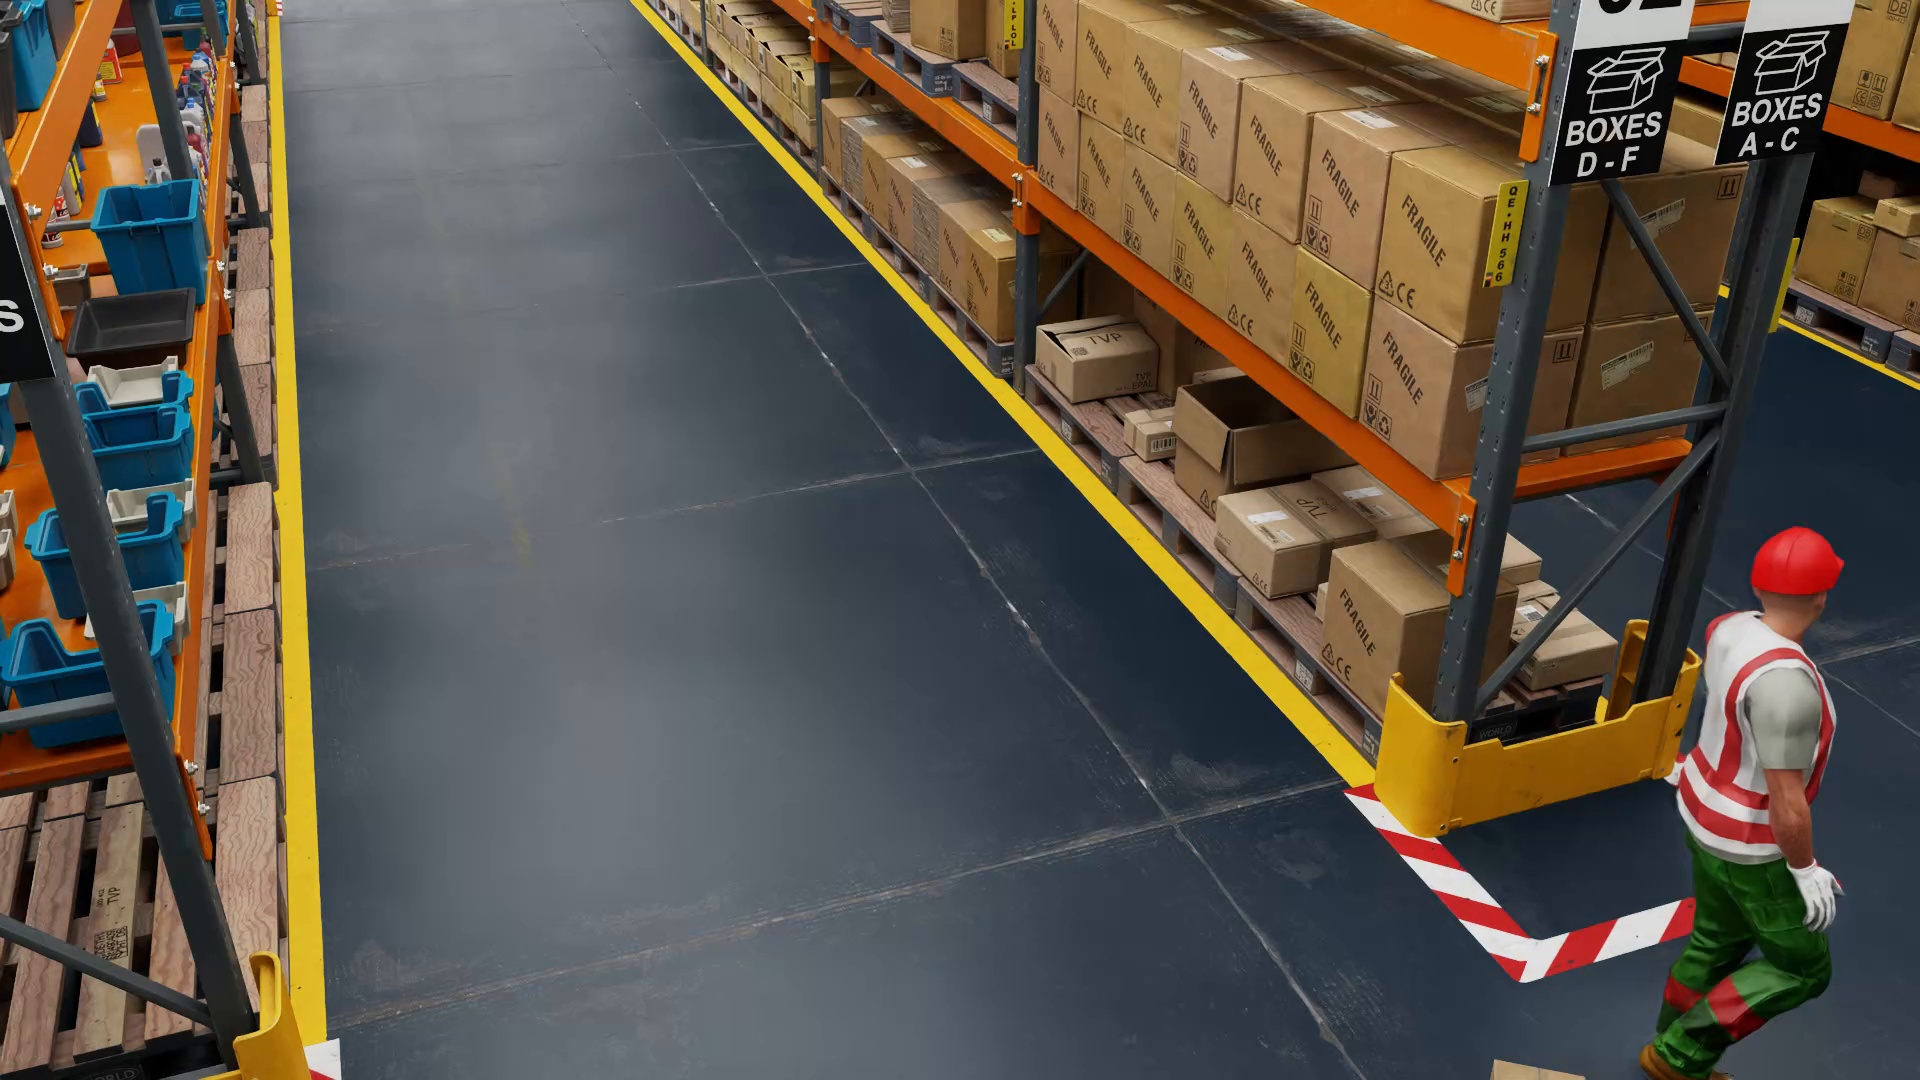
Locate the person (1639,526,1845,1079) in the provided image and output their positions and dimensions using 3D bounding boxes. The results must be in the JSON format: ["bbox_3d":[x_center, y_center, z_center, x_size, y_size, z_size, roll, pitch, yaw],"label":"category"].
[{"bbox_3d":[2.221,0.820,4.623,0.438,1.774,0.658,6,30,10],"label":"person"}]
